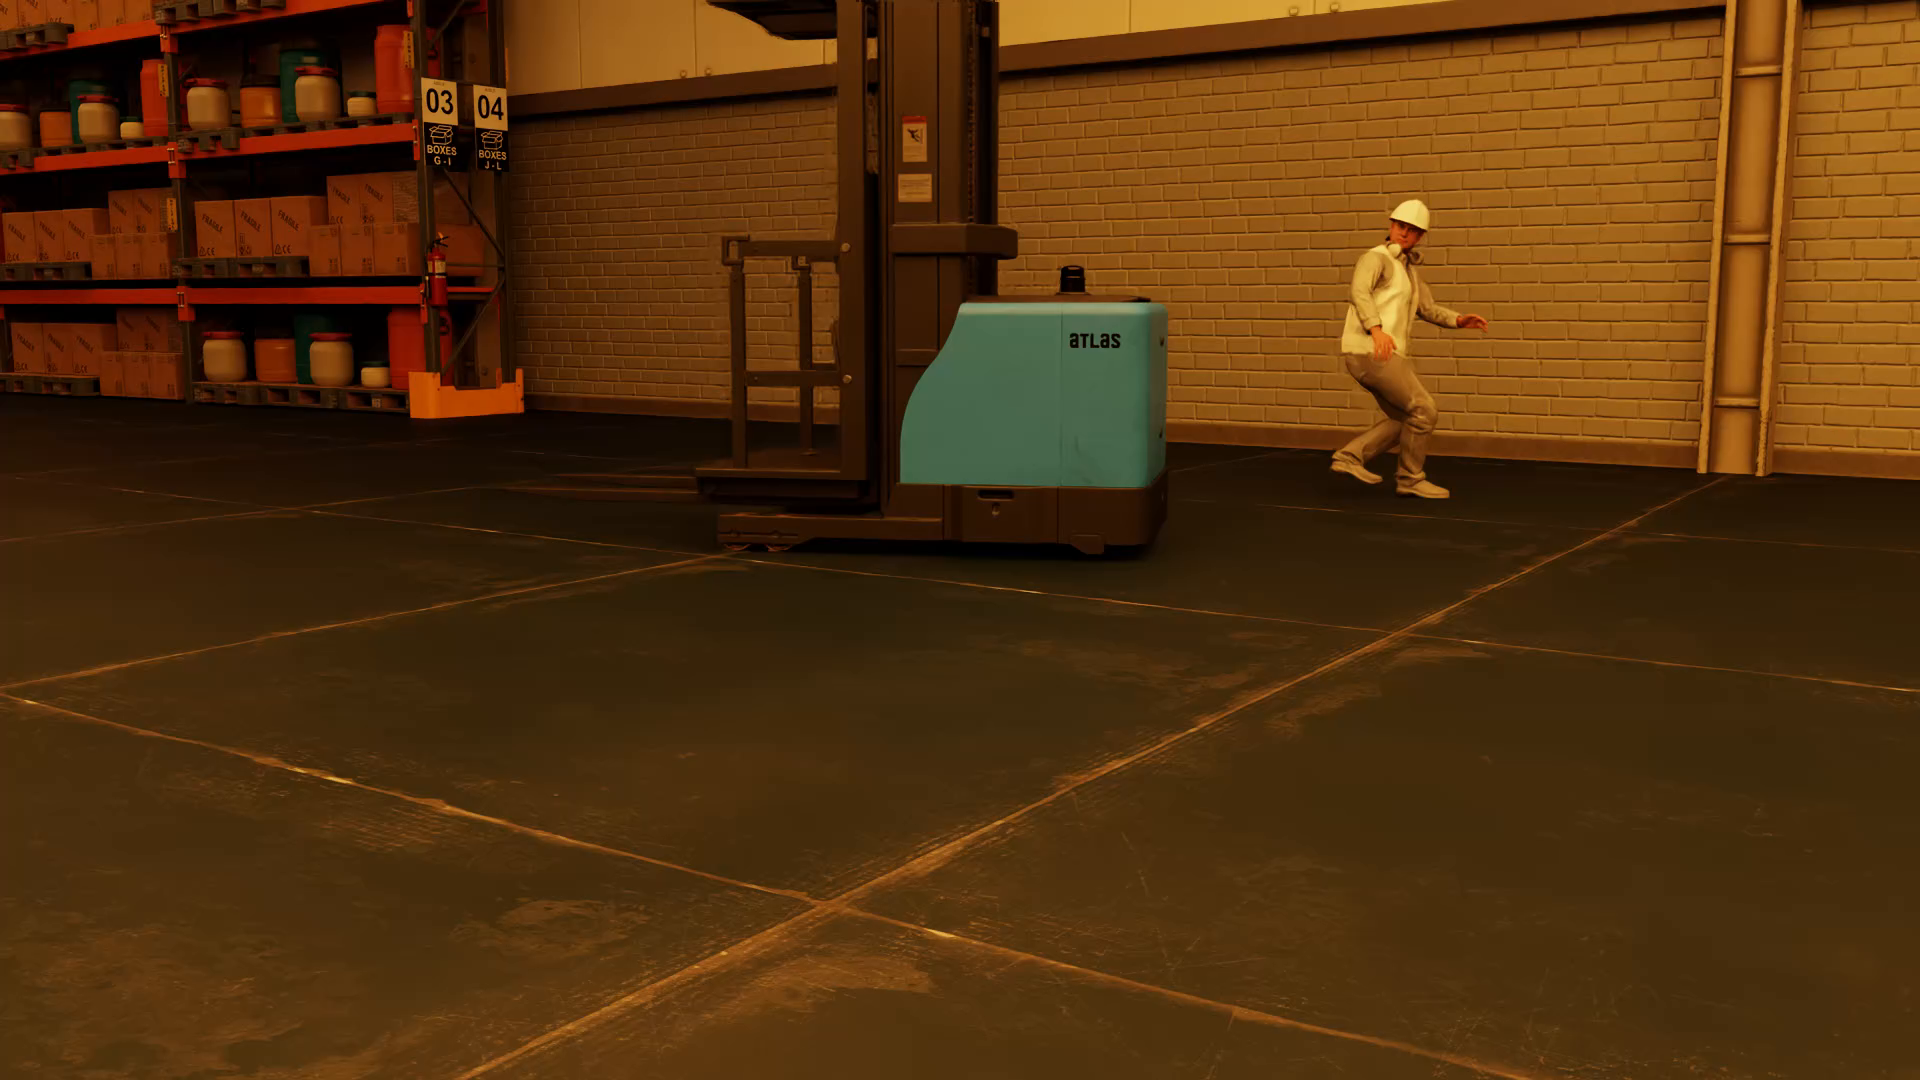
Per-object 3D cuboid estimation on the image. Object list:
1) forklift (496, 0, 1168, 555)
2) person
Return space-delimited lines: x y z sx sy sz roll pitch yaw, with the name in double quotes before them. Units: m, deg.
"forklift" -0.596 -1.469 7.520 3.031 2.935 1.130 2 8 12
"person" 2.623 -1.135 9.375 0.514 1.753 0.731 8 11 43
